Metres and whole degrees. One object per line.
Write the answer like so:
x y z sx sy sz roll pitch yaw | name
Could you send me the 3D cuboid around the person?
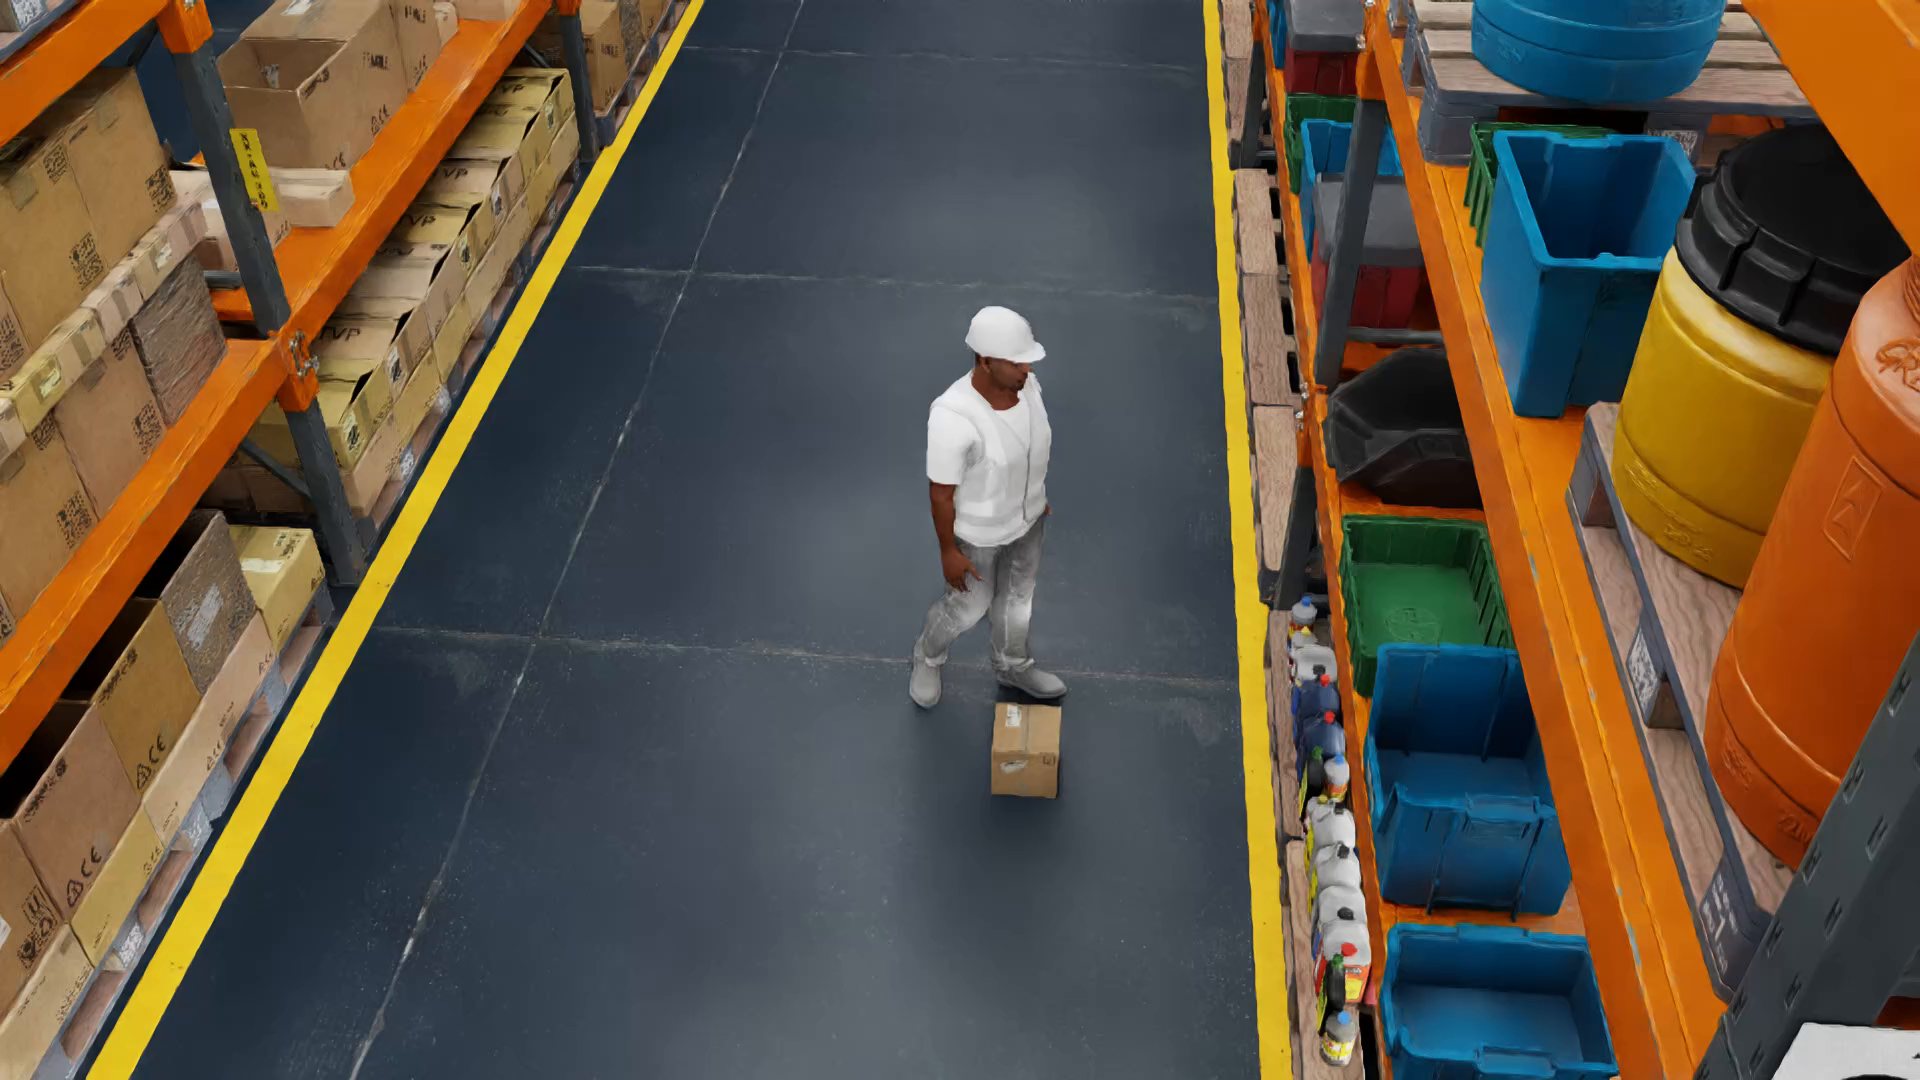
0.113 -0.096 6.243 0.596 1.774 0.612 30 49 31 | person
